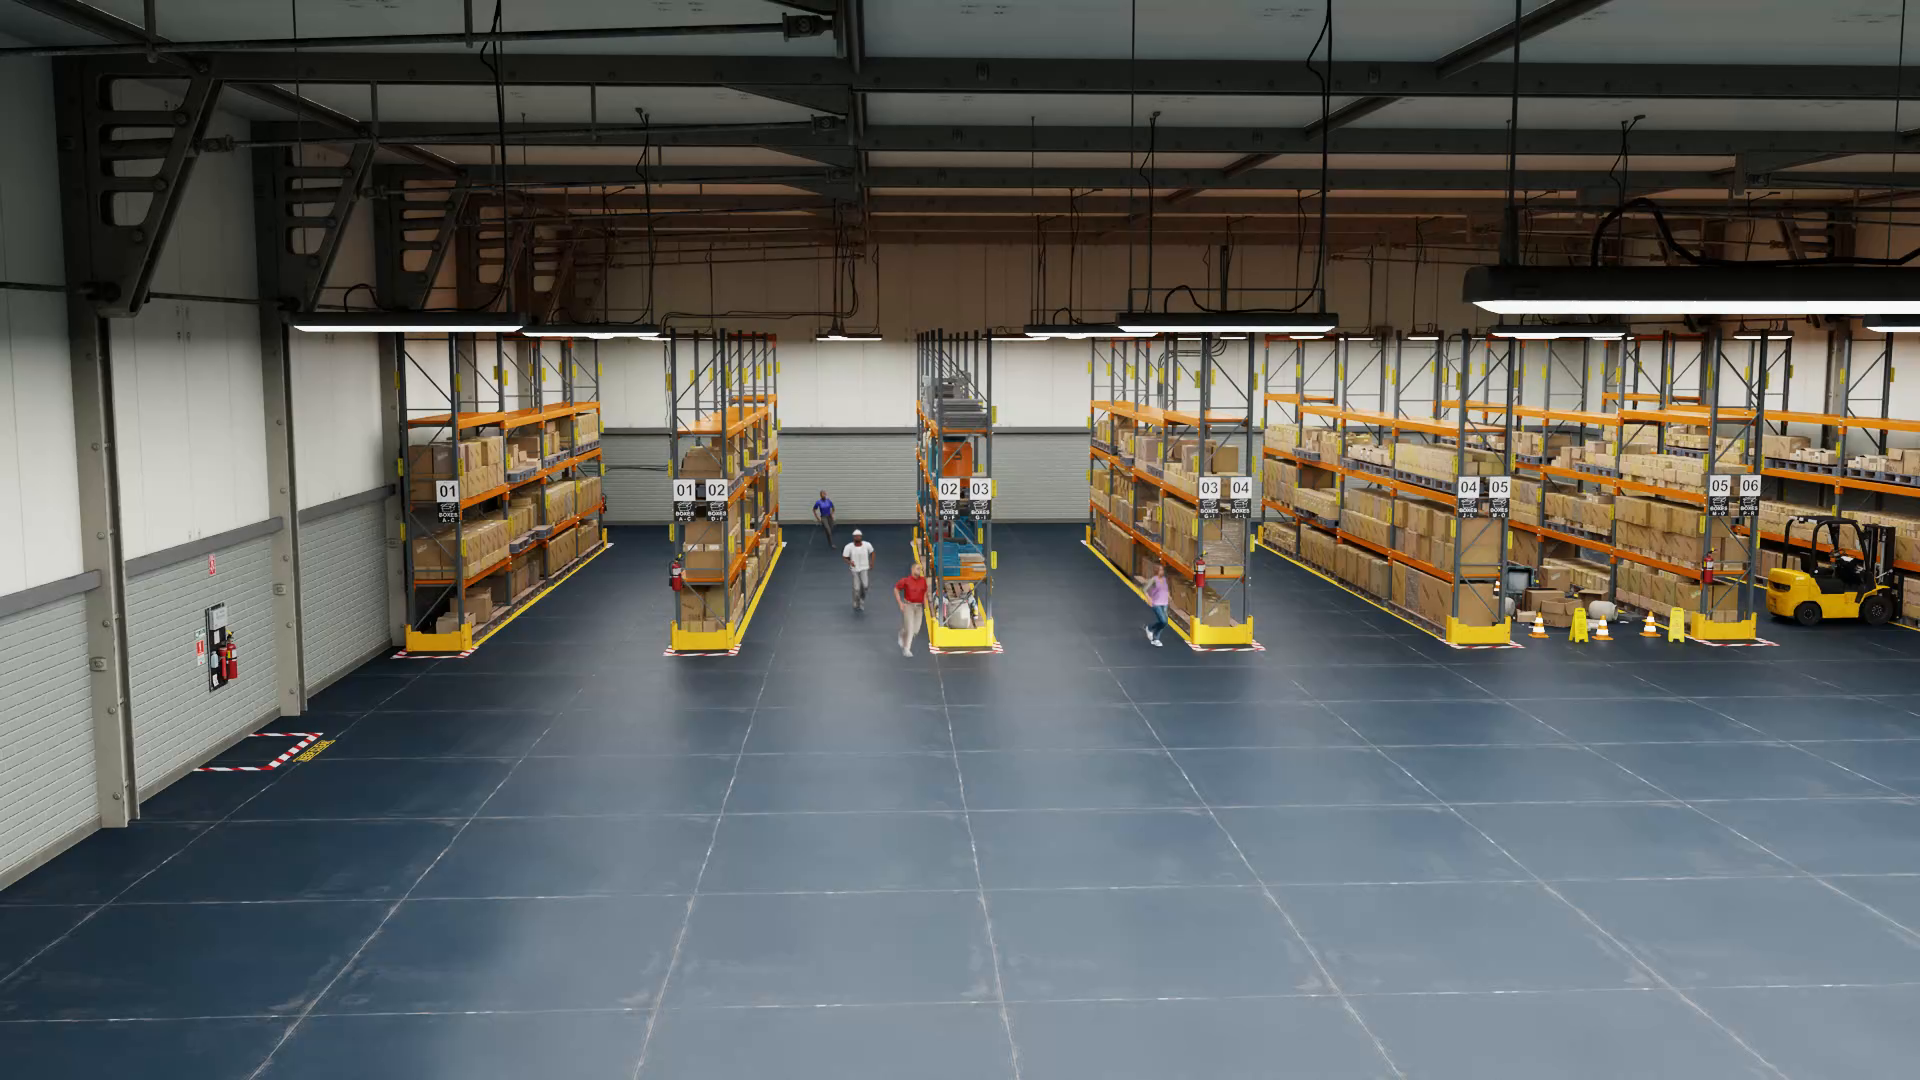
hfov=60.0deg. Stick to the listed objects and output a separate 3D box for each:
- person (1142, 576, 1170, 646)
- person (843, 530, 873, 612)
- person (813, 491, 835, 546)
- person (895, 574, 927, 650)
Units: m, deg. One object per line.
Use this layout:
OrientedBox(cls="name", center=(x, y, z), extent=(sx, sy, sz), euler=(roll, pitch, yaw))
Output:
OrientedBox(cls="person", center=(3.744, 1.346, 31.606), extent=(0.529, 1.333, 0.384), euler=(-5, 8, -35))
OrientedBox(cls="person", center=(-2.188, 0.645, 35.791), extent=(0.670, 1.760, 0.477), euler=(-1, 7, -7))
OrientedBox(cls="person", center=(-3.820, -0.614, 46.712), extent=(0.635, 1.553, 0.598), euler=(-3, 7, -23))
OrientedBox(cls="person", center=(-0.887, 1.315, 30.900), extent=(0.666, 1.386, 0.609), euler=(-4, 8, -33))
